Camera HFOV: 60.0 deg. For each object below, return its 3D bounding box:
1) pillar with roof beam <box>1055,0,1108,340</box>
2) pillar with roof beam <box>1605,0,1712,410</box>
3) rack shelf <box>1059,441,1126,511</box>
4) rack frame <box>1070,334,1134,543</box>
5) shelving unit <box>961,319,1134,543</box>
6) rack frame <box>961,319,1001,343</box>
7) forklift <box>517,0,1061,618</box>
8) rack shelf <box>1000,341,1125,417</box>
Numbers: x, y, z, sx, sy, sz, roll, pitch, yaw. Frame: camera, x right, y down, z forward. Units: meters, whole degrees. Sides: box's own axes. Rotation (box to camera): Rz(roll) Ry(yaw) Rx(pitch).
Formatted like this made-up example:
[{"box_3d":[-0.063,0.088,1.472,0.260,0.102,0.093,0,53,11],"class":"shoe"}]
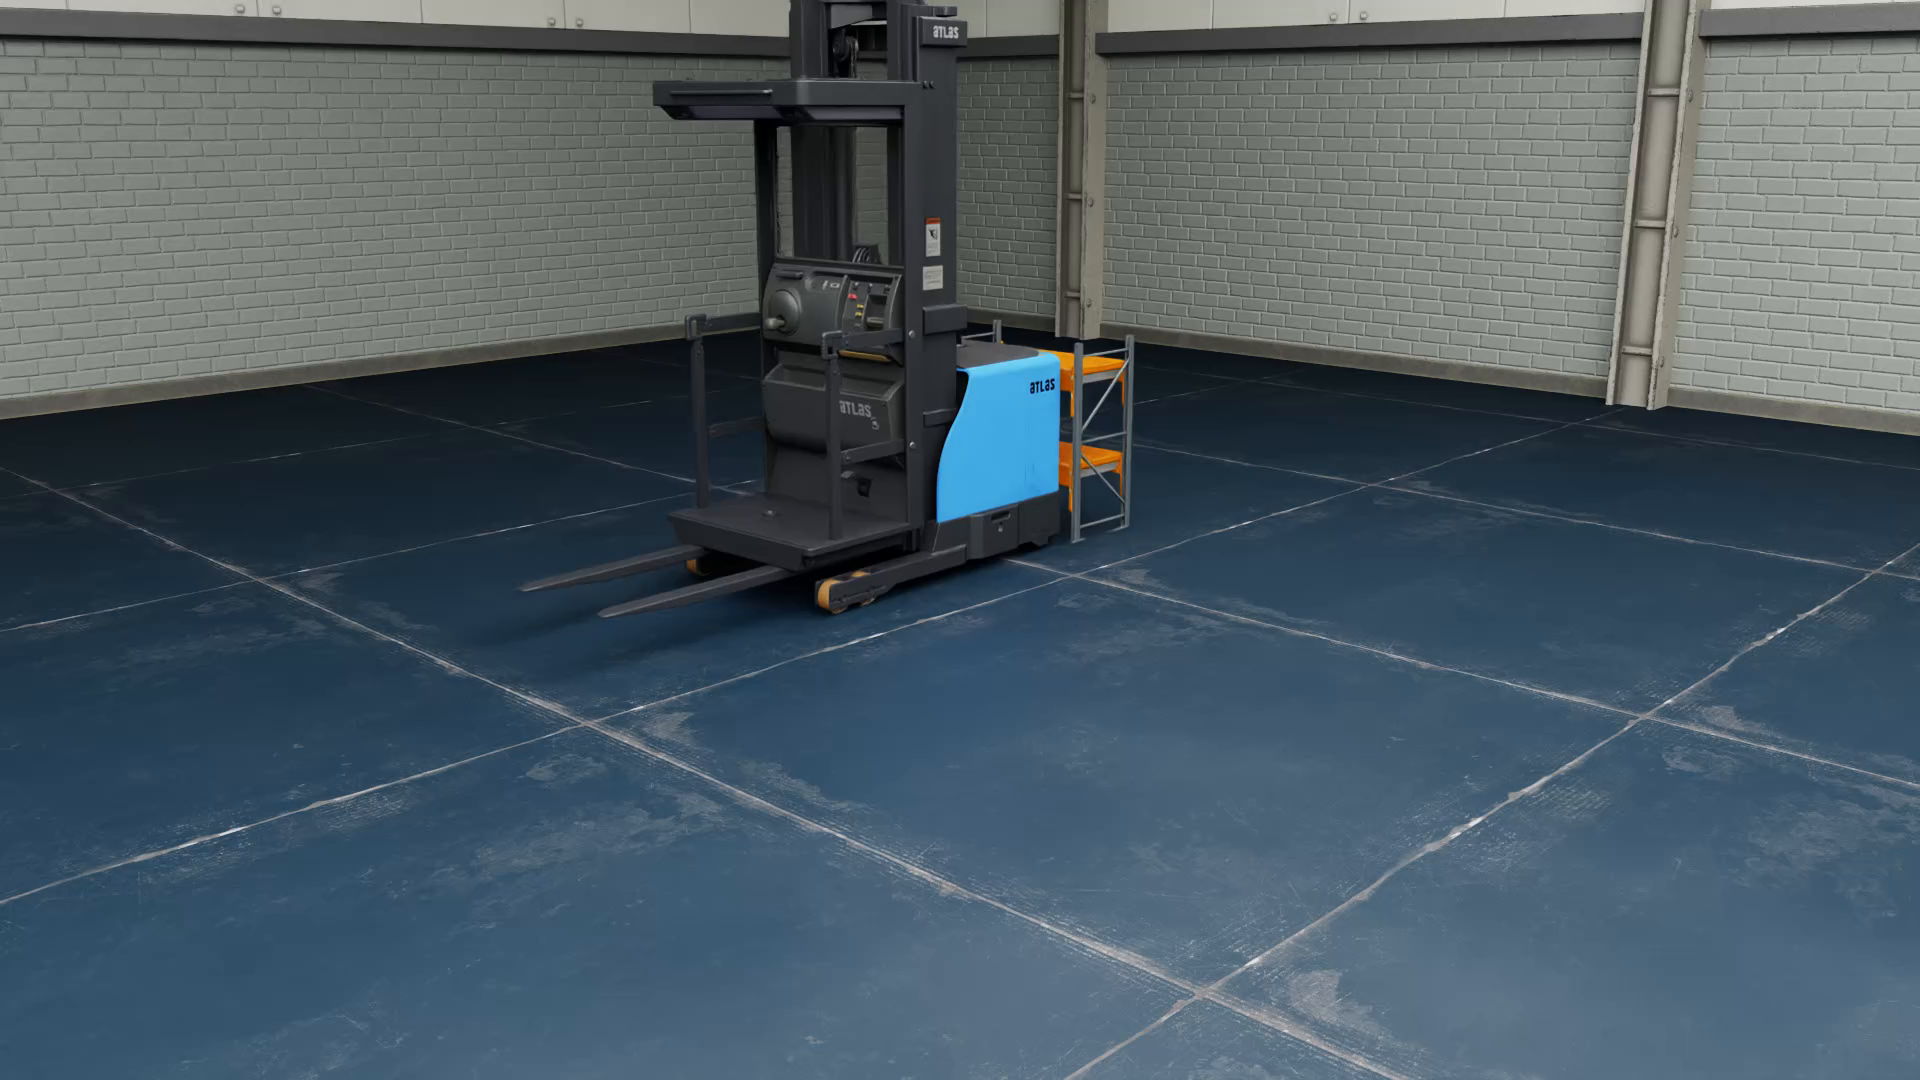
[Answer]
[{"box_3d":[-1.728,-5.739,13.611,0.400,9.000,9.100,14,20,42],"class":"pillar with roof beam"},{"box_3d":[2.591,-4.689,9.581,0.400,9.000,9.100,14,20,42],"class":"pillar with roof beam"},{"box_3d":[0.438,-0.428,9.814,1.000,0.278,0.538,13,20,42],"class":"rack shelf"},{"box_3d":[0.807,-0.577,9.414,0.032,1.125,0.500,13,20,42],"class":"rack frame"},{"box_3d":[0.438,-0.665,9.752,1.048,1.125,0.538,13,20,42],"class":"shelving unit"},{"box_3d":[0.068,-0.753,10.090,0.032,1.125,0.500,13,20,42],"class":"rack frame"},{"box_3d":[-0.792,-1.206,8.248,1.130,2.935,3.031,13,19,40],"class":"forklift"},{"box_3d":[0.438,-0.948,9.679,1.000,0.278,0.538,13,20,42],"class":"rack shelf"}]
